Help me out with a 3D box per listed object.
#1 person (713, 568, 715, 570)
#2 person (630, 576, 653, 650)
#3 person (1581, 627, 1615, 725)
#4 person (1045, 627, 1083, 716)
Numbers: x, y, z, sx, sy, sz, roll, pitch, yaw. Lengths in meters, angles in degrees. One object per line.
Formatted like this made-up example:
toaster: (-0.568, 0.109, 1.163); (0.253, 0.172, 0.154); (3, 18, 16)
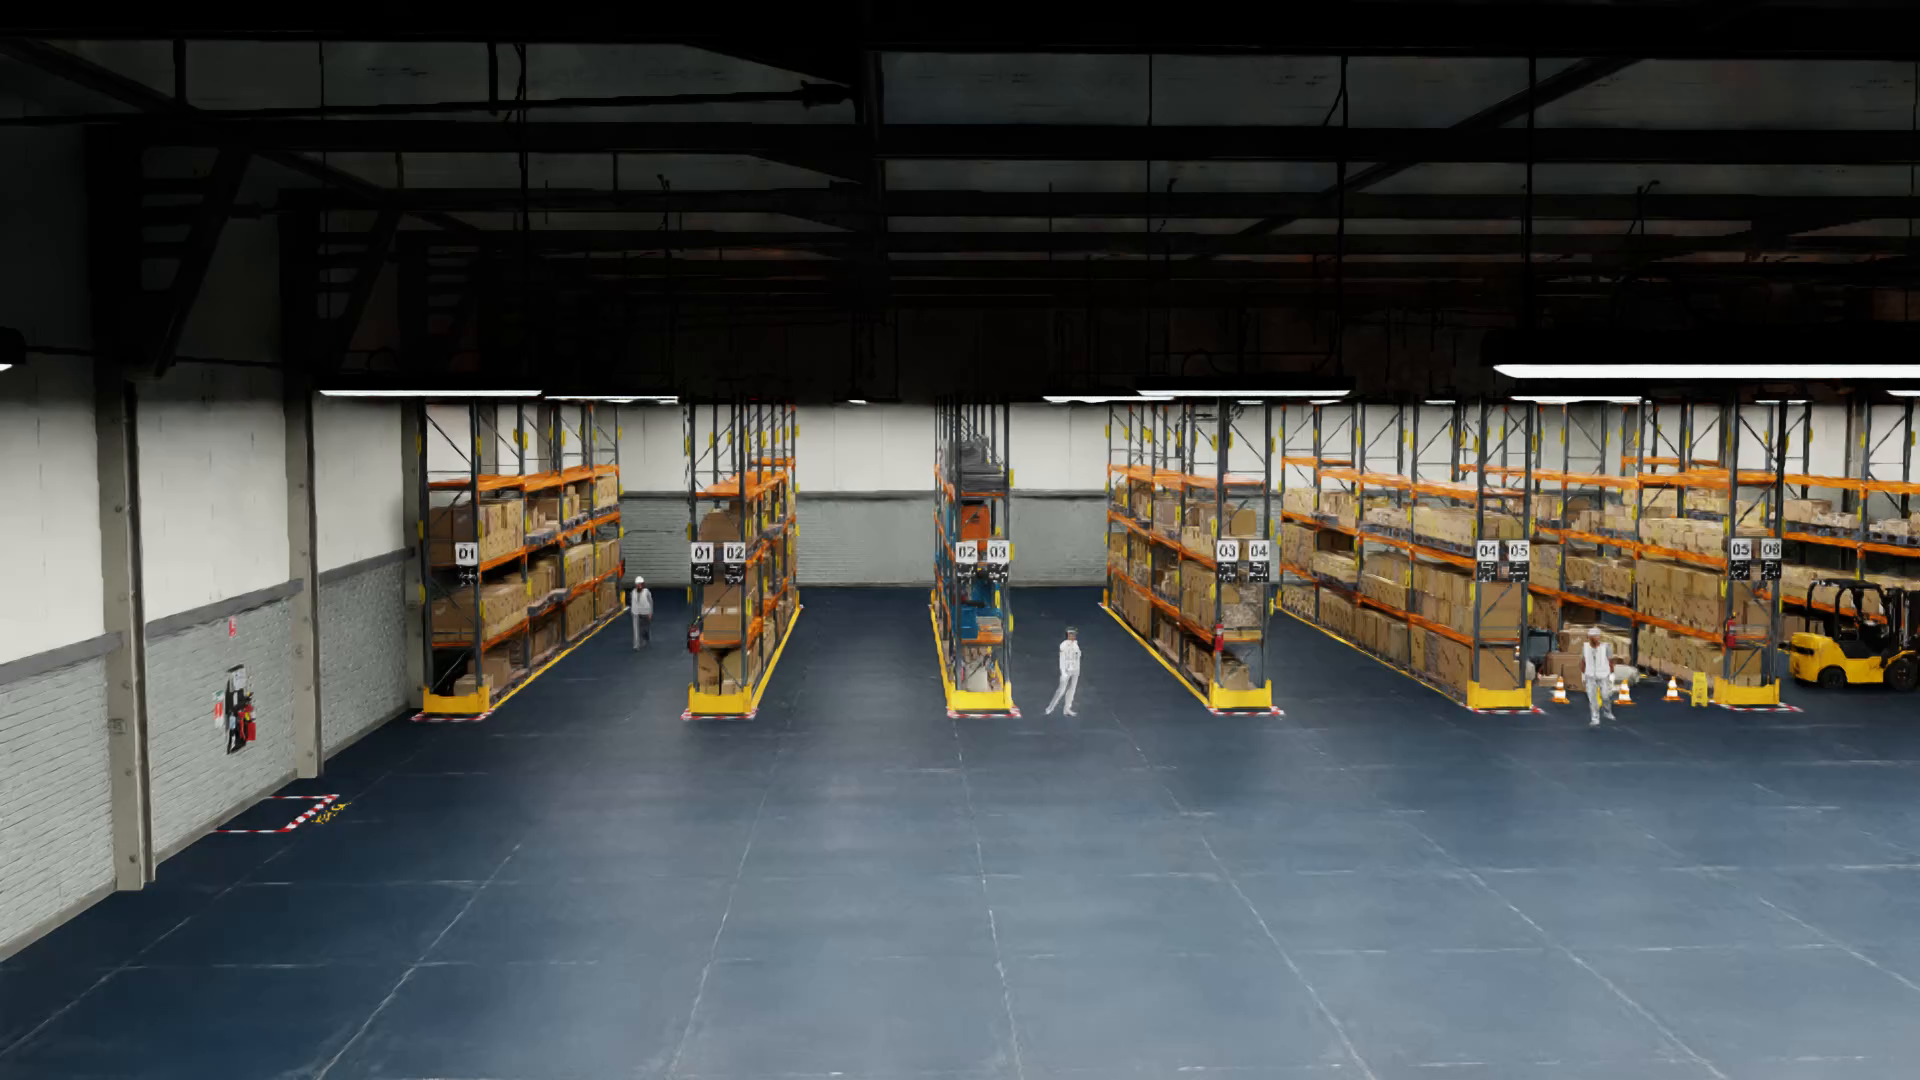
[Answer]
person: (-6.668, 1.355, 45.030); (0.564, 1.538, 0.516); (0, 5, -4)
person: (-7.535, 1.712, 39.355); (0.555, 1.725, 1.029); (0, 5, -3)
person: (11.507, 2.408, 29.977); (0.600, 1.714, 0.572); (3, 6, 34)
person: (1.919, 2.430, 30.799); (0.670, 1.663, 0.499); (-4, 6, -44)
